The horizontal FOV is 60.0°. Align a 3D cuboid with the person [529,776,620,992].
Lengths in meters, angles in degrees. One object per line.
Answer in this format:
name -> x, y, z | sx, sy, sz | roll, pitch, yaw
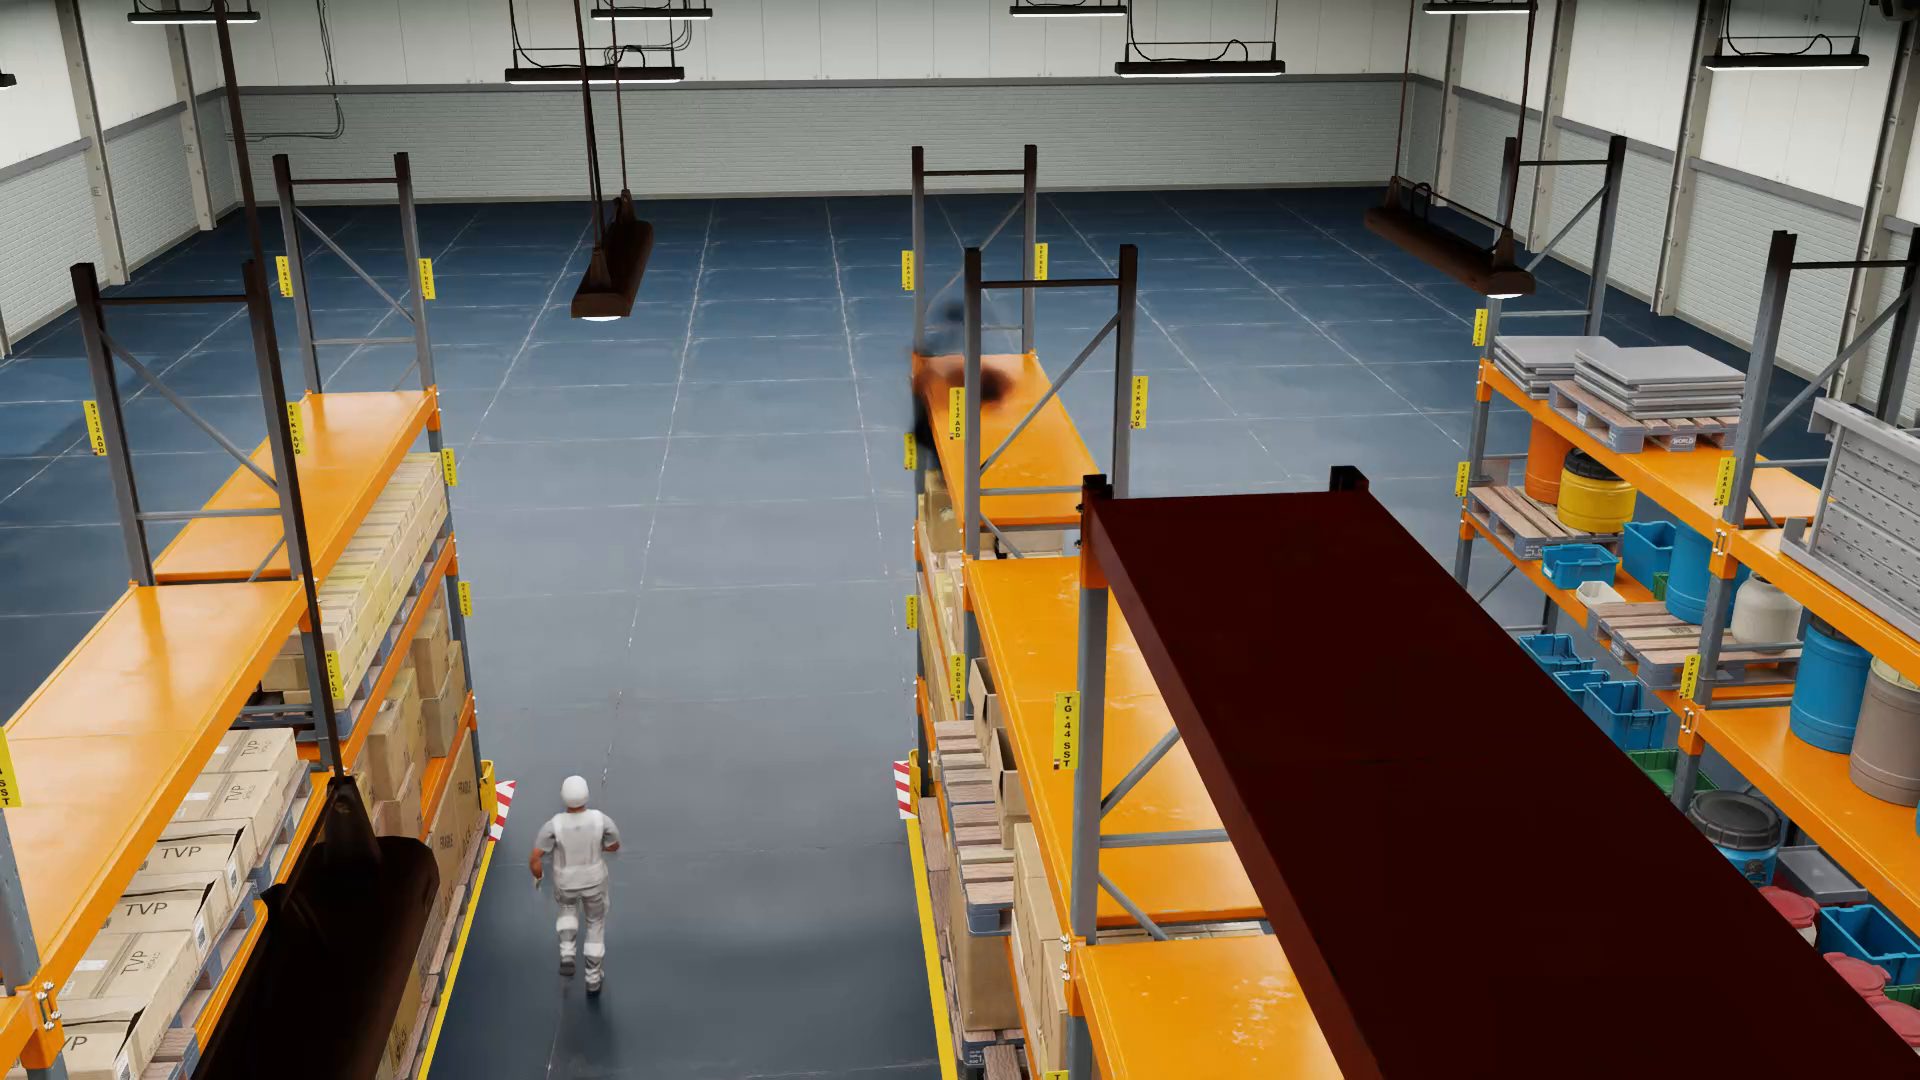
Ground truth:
person -> -2.924, 2.570, 12.745 | 0.657, 1.756, 0.655 | -4, 22, -10
